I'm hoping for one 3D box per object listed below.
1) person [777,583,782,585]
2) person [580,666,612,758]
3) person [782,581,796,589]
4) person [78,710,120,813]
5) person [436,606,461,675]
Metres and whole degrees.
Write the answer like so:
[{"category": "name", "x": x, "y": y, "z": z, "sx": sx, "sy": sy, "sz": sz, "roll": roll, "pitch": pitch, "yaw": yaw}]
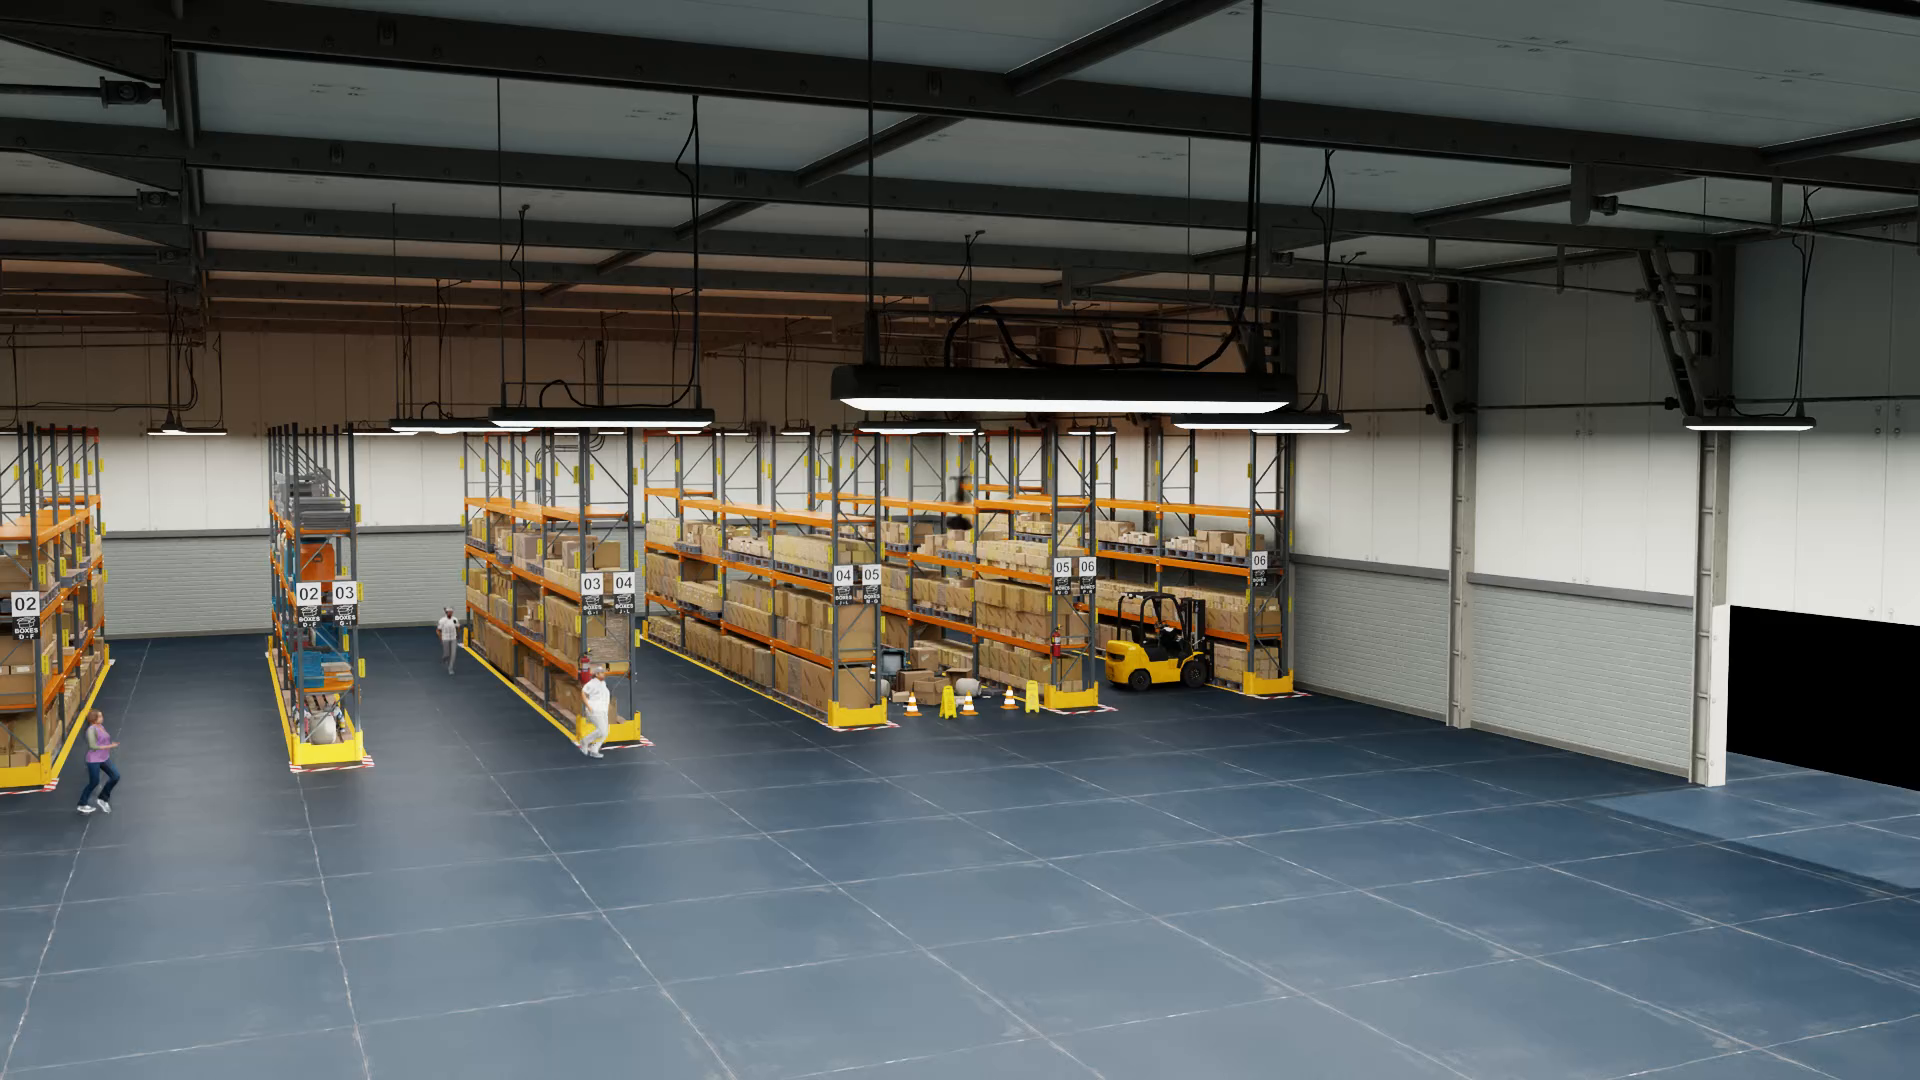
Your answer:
[{"category": "person", "x": -4.922, "y": 2.083, "z": 46.018, "sx": 0.659, "sy": 1.753, "sz": 1.006, "roll": -2, "pitch": 4, "yaw": -33}, {"category": "person", "x": -6.526, "y": 3.090, "z": 29.998, "sx": 0.511, "sy": 1.615, "sz": 0.659, "roll": 1, "pitch": 4, "yaw": 14}, {"category": "person", "x": -5.279, "y": 1.770, "z": 50.856, "sx": 0.763, "sy": 1.679, "sz": 0.680, "roll": 0, "pitch": 4, "yaw": -6}, {"category": "person", "x": -13.093, "y": 3.375, "z": 25.292, "sx": 0.667, "sy": 1.604, "sz": 0.508, "roll": 0, "pitch": 3, "yaw": 2}, {"category": "person", "x": -12.451, "y": 2.429, "z": 40.535, "sx": 0.585, "sy": 1.667, "sz": 0.604, "roll": -2, "pitch": 4, "yaw": -29}]
